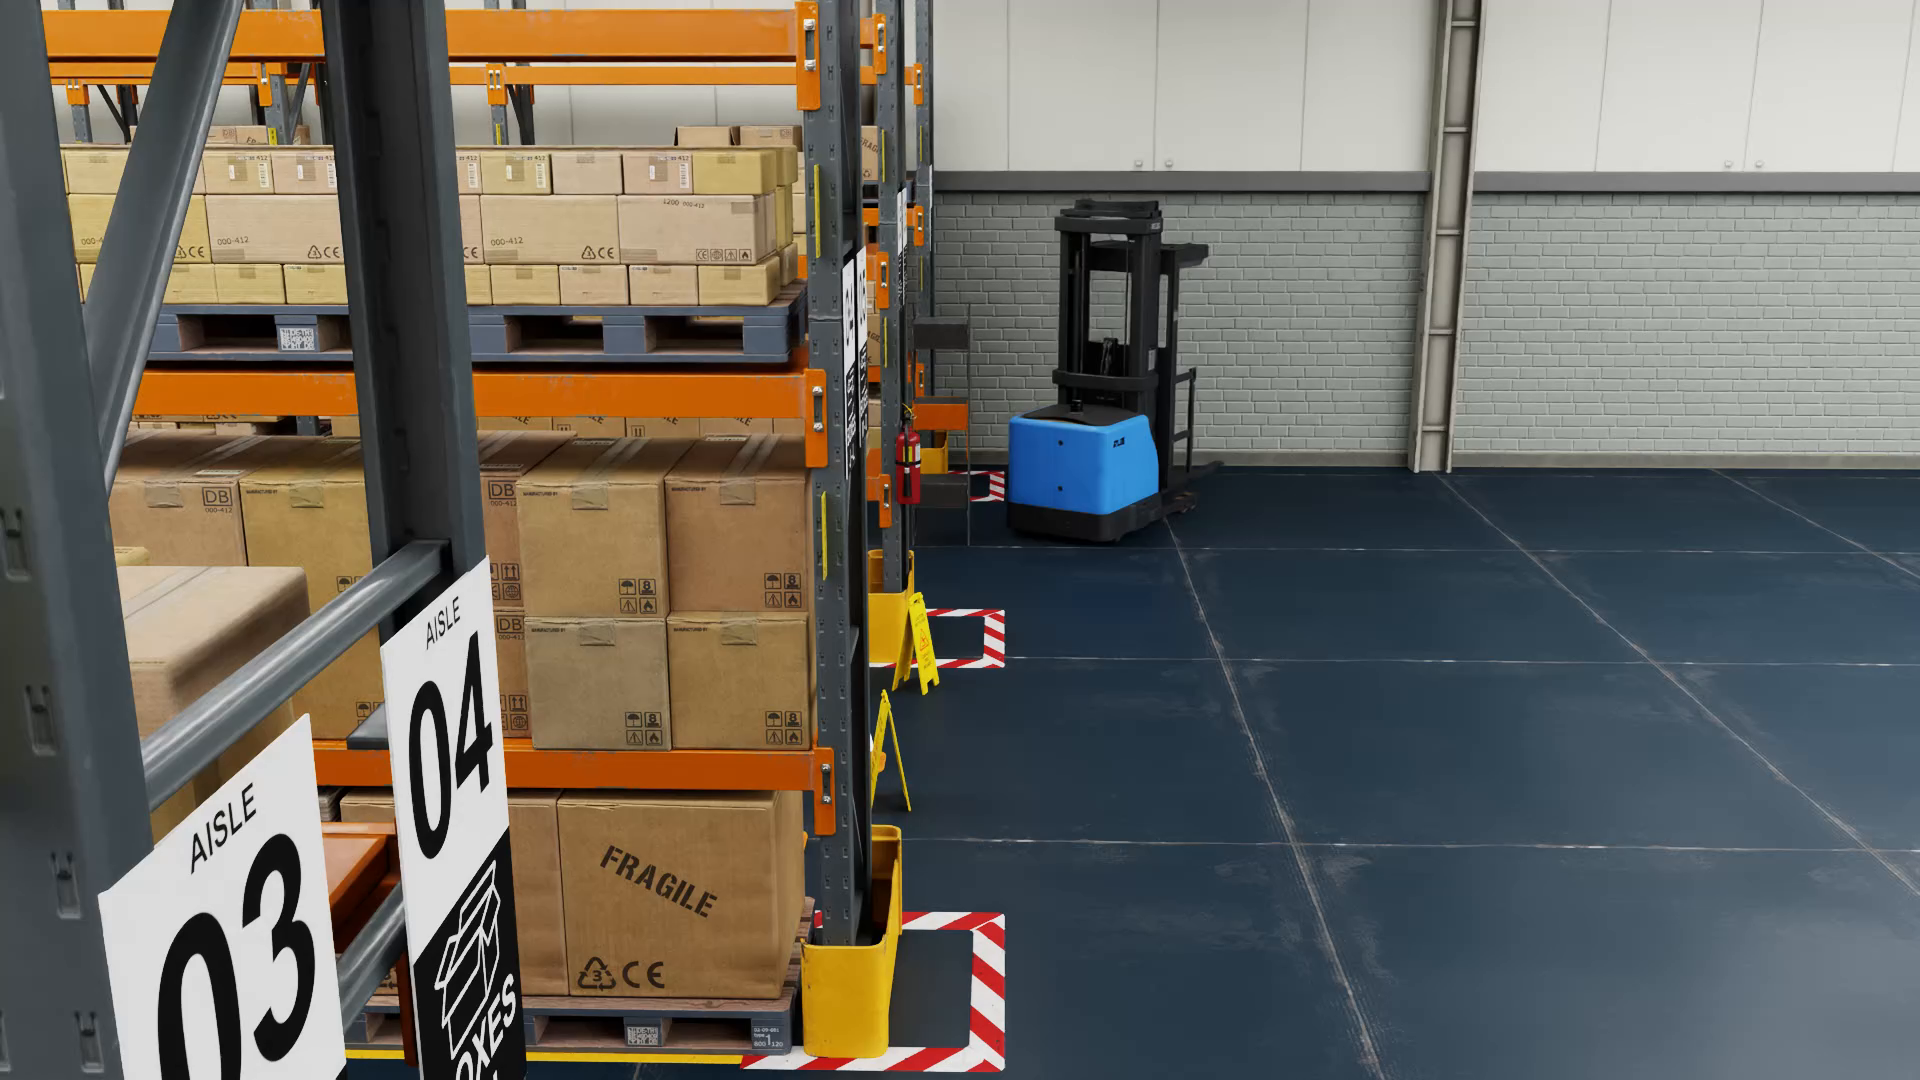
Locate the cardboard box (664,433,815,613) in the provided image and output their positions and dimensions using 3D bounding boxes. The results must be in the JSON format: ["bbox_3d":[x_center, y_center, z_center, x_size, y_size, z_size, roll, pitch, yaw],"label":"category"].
[{"bbox_3d":[-0.854,-0.087,6.877,0.550,0.550,0.875,0,15,1],"label":"cardboard box"}]

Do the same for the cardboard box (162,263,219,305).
[{"bbox_3d":[-2.855,-0.989,6.302,0.250,0.149,0.380,0,15,1],"label":"cardboard box"}]

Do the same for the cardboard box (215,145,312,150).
[{"bbox_3d":[-2.848,-1.542,6.835,0.250,0.149,0.380,0,15,1],"label":"cardboard box"}]

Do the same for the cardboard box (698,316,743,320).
[{"bbox_3d":[-1.481,-1.371,11.418,0.500,0.500,0.700,1,15,2],"label":"cardboard box"}]

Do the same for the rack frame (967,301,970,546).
[{"bbox_3d":[0.078,-1.015,14.570,0.015,2.100,0.400,0,15,1],"label":"rack frame"}]

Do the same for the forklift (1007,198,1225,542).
[{"bbox_3d":[1.626,-1.723,15.623,1.130,2.935,3.031,9,17,31],"label":"forklift"}]

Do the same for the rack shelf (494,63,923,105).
[{"bbox_3d":[-2.335,-4.381,16.000,4.000,0.370,1.077,0,15,1],"label":"rack shelf"}]

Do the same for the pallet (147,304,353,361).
[{"bbox_3d":[-2.449,-0.897,6.652,1.213,0.211,1.003,0,15,1],"label":"pallet"}]

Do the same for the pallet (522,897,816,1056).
[{"bbox_3d":[-1.286,1.883,7.288,1.213,0.211,1.003,0,15,1],"label":"pallet"}]

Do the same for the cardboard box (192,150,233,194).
[{"bbox_3d":[-2.856,-1.375,6.200,0.250,0.149,0.380,0,15,1],"label":"cardboard box"}]

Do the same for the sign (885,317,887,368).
[{"bbox_3d":[-0.493,-1.314,11.051,0.005,0.325,0.100,0,15,1],"label":"sign"}]

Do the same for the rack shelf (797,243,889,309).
[{"bbox_3d":[-2.458,-1.858,11.533,4.000,0.370,1.077,0,15,1],"label":"rack shelf"}]

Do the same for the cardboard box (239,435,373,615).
[{"bbox_3d":[-2.496,-0.075,6.834,0.500,0.550,0.875,0,15,1],"label":"cardboard box"}]

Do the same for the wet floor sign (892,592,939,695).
[{"bbox_3d":[-0.296,0.670,11.036,0.232,0.644,0.267,6,16,21],"label":"wet floor sign"}]

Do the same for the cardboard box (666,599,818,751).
[{"bbox_3d":[-0.856,0.457,6.934,0.550,0.550,0.875,0,15,1],"label":"cardboard box"}]

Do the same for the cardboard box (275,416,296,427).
[{"bbox_3d":[-5.002,-0.934,12.171,0.250,0.149,0.380,1,15,2],"label":"cardboard box"}]

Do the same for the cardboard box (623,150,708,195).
[{"bbox_3d":[-1.079,-1.363,6.157,0.250,0.149,0.380,0,15,2],"label":"cardboard box"}]

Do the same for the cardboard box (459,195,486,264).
[{"bbox_3d":[-1.983,-1.192,6.288,0.500,0.250,0.500,0,15,1],"label":"cardboard box"}]

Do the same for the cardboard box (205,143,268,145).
[{"bbox_3d":[-5.040,-2.563,11.284,0.500,0.250,0.500,1,15,3],"label":"cardboard box"}]

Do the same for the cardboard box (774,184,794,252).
[{"bbox_3d":[-0.960,-1.321,6.780,0.500,0.250,0.500,0,15,1],"label":"cardboard box"}]

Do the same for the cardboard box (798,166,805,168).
[{"bbox_3d":[-1.061,-2.509,11.519,0.250,0.149,0.380,0,15,1],"label":"cardboard box"}]

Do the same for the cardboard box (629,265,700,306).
[{"bbox_3d":[-1.077,-0.978,6.258,0.250,0.149,0.380,0,15,2],"label":"cardboard box"}]

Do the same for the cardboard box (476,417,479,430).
[{"bbox_3d":[-3.523,-0.890,11.553,0.500,0.500,0.500,0,15,1],"label":"cardboard box"}]

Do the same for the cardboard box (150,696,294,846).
[{"bbox_3d":[-1.187,0.338,2.094,0.500,0.250,0.500,1,15,3],"label":"cardboard box"}]

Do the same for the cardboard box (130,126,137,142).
[{"bbox_3d":[-7.615,-3.744,16.055,0.500,0.500,0.500,1,15,2],"label":"cardboard box"}]

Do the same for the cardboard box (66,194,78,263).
[{"bbox_3d":[-3.497,-1.201,6.325,0.500,0.250,0.500,0,15,1],"label":"cardboard box"}]

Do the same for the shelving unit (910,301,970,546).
[{"bbox_3d":[-0.165,-1.016,14.576,0.503,2.100,0.431,0,15,1],"label":"shelving unit"}]

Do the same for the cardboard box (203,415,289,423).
[{"bbox_3d":[-4.925,-1.108,11.559,0.500,0.500,0.500,0,15,0],"label":"cardboard box"}]

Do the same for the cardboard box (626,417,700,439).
[{"bbox_3d":[-2.009,-0.877,11.504,0.500,0.500,0.500,0,15,1],"label":"cardboard box"}]

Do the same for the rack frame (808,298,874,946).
[{"bbox_3d":[-0.484,0.520,6.988,0.127,3.000,1.000,0,15,1],"label":"rack frame"}]

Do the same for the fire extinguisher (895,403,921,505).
[{"bbox_3d":[-0.356,-0.587,11.336,0.183,0.674,0.296,0,15,1],"label":"fire extinguisher"}]

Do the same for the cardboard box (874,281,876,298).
[{"bbox_3d":[-0.699,-2.463,16.244,0.250,0.149,0.380,0,15,2],"label":"cardboard box"}]

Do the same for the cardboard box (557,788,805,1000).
[{"bbox_3d":[-1.164,1.357,7.158,0.875,0.875,0.875,0,15,2],"label":"cardboard box"}]

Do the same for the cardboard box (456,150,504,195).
[{"bbox_3d":[-1.844,-1.368,6.176,0.250,0.149,0.380,0,15,2],"label":"cardboard box"}]

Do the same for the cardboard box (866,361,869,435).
[{"bbox_3d":[-0.925,-1.009,12.004,0.500,0.500,0.500,0,15,1],"label":"cardboard box"}]

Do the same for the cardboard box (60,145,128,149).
[{"bbox_3d":[-3.606,-1.547,6.854,0.250,0.149,0.380,0,15,1],"label":"cardboard box"}]

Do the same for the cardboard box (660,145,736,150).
[{"bbox_3d":[-1.060,-1.531,6.792,0.250,0.149,0.380,0,15,2],"label":"cardboard box"}]

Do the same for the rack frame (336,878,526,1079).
[{"bbox_3d":[-0.712,1.785,2.196,0.127,3.000,1.000,0,15,1],"label":"rack frame"}]

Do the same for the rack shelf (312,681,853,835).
[{"bbox_3d":[-2.484,0.855,7.129,4.000,0.370,1.077,0,15,1],"label":"rack shelf"}]

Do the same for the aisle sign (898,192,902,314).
[{"bbox_3d":[-0.404,-1.925,11.161,0.004,0.787,0.394,0,15,1],"label":"aisle sign"}]

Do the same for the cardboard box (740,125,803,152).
[{"bbox_3d":[-1.806,-3.732,16.008,0.500,0.500,0.700,0,15,2],"label":"cardboard box"}]

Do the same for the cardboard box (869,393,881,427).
[{"bbox_3d":[-0.804,-1.289,16.452,0.500,0.250,0.500,1,15,3],"label":"cardboard box"}]

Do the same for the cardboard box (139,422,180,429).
[{"bbox_3d":[-5.501,-0.782,11.593,0.250,0.149,0.380,0,15,0],"label":"cardboard box"}]

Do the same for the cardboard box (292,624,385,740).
[{"bbox_3d":[-2.494,0.430,7.035,0.500,0.550,0.875,0,15,1],"label":"cardboard box"}]

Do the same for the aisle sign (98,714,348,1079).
[{"bbox_3d":[-0.658,0.605,1.573,0.004,0.787,0.394,0,15,1],"label":"aisle sign"}]

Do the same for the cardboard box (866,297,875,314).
[{"bbox_3d":[-0.946,-2.295,16.193,0.250,0.149,0.380,1,15,2],"label":"cardboard box"}]

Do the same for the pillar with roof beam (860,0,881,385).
[{"bbox_3d":[-1.119,-4.046,12.535,0.400,9.000,9.100,0,15,1],"label":"pillar with roof beam"}]

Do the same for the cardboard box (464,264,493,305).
[{"bbox_3d":[-1.843,-0.982,6.276,0.250,0.149,0.380,0,15,1],"label":"cardboard box"}]

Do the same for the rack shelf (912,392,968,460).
[{"bbox_3d":[-0.165,-1.003,14.580,0.480,0.518,0.431,0,15,1],"label":"rack shelf"}]

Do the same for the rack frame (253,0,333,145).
[{"bbox_3d":[-4.458,-3.669,11.108,0.127,3.000,1.000,0,15,1],"label":"rack frame"}]

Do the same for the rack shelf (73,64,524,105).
[{"bbox_3d":[-6.334,-4.407,16.098,4.000,0.370,1.077,0,15,1],"label":"rack shelf"}]

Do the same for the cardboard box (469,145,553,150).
[{"bbox_3d":[-1.826,-1.536,6.811,0.250,0.149,0.380,0,15,0],"label":"cardboard box"}]

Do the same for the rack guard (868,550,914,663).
[{"bbox_3d":[-0.535,0.466,12.096,0.348,0.500,1.175,0,15,1],"label":"rack guard"}]

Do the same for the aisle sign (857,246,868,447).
[{"bbox_3d":[-0.406,-0.813,6.944,0.004,0.787,0.394,0,15,1],"label":"aisle sign"}]

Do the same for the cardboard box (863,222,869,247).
[{"bbox_3d":[-0.782,-2.157,11.746,0.250,0.149,0.380,0,15,1],"label":"cardboard box"}]

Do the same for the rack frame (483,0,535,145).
[{"bbox_3d":[-4.335,-4.935,15.906,0.127,3.000,1.000,0,15,1],"label":"rack frame"}]
